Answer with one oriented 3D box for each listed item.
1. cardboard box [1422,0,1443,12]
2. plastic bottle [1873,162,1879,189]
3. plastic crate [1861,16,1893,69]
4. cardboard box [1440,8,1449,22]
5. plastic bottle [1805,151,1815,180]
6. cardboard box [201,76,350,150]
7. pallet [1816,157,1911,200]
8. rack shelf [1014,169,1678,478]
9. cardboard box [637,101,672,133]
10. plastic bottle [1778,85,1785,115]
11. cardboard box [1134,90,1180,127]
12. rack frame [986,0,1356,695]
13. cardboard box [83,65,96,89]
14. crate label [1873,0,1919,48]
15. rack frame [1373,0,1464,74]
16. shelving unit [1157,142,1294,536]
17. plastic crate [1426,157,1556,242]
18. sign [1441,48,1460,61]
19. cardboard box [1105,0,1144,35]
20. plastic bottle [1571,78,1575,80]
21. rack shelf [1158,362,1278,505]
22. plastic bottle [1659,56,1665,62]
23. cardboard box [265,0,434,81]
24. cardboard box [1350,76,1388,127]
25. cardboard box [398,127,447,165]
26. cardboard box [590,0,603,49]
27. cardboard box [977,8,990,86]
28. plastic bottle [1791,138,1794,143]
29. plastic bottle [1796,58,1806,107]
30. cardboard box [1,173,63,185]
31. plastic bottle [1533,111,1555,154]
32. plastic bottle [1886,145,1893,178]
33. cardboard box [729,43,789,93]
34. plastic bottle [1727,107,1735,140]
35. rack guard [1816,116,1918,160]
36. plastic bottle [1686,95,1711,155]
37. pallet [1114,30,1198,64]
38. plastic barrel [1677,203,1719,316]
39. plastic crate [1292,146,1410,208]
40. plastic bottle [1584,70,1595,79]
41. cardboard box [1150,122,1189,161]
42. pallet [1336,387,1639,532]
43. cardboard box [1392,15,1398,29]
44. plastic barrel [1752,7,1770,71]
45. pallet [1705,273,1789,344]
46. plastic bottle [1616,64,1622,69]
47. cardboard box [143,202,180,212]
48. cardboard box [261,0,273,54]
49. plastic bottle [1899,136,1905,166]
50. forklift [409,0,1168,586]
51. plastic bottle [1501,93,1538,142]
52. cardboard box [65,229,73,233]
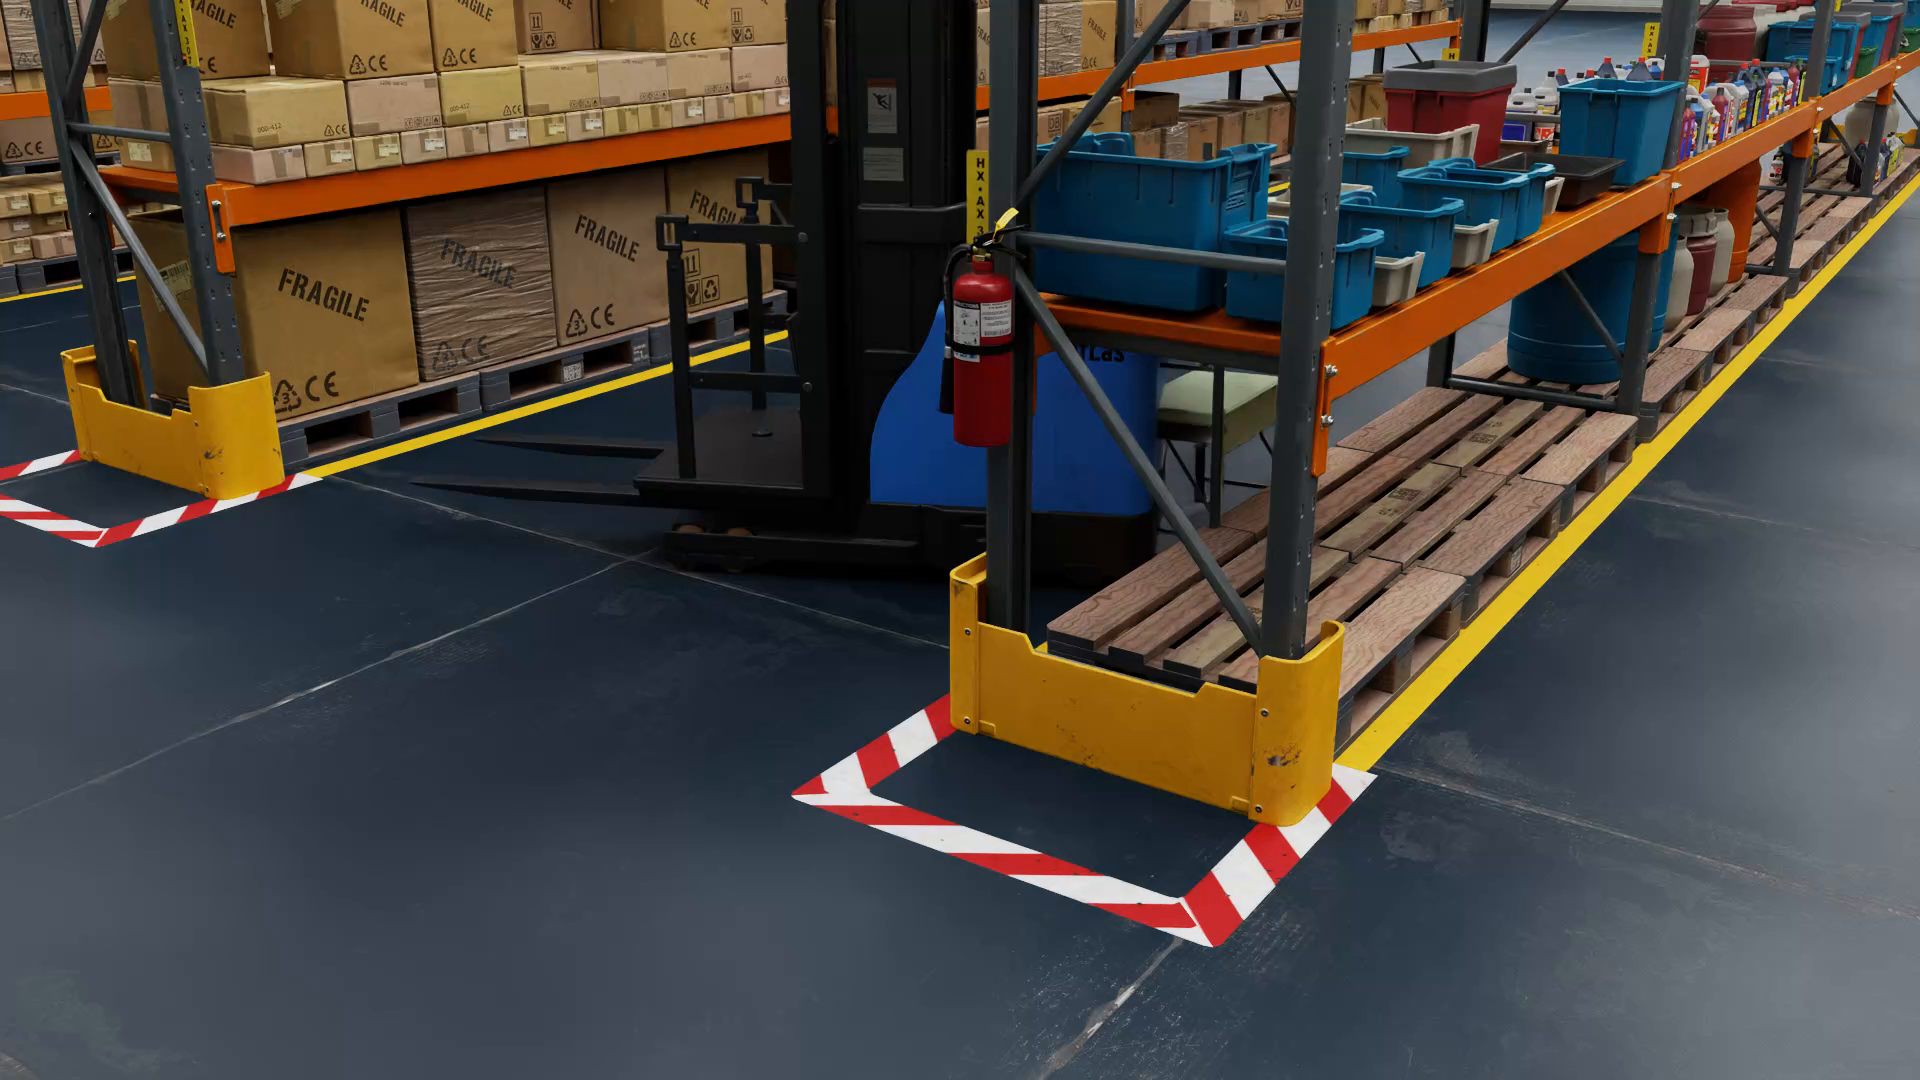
[{"bbox_3d":[4.910,-6.198,18.625,0.875,0.500,0.500,13,24,32],"label":"cardboard box"},{"bbox_3d":[7.813,-3.150,14.256,0.097,0.271,0.097,0,20,0],"label":"plastic bottle"},{"bbox_3d":[6.909,-3.833,12.826,0.392,0.384,0.575,13,24,32],"label":"plastic crate"},{"bbox_3d":[5.434,-6.091,19.271,0.380,0.149,0.250,13,24,32],"label":"cardboard box"},{"bbox_3d":[7.515,-3.394,14.802,0.144,0.351,0.185,13,24,32],"label":"plastic bottle"},{"bbox_3d":[-3.077,-1.895,7.351,0.500,0.250,0.500,13,24,30],"label":"cardboard box"},{"bbox_3d":[8.369,-3.446,15.776,1.003,0.211,1.213,13,24,32],"label":"pallet"},{"bbox_3d":[1.650,-1.011,6.211,1.077,0.370,4.000,13,24,32],"label":"rack shelf"},{"bbox_3d":[-1.800,-2.323,9.085,0.380,0.149,0.250,14,24,33],"label":"cardboard box"},{"bbox_3d":[4.775,-2.598,9.751,0.097,0.201,0.097,0,20,0],"label":"plastic bottle"},{"bbox_3d":[1.568,-3.774,14.531,0.500,0.250,0.500,17,26,38],"label":"cardboard box"},{"bbox_3d":[0.526,-0.774,4.535,1.000,3.000,0.127,13,24,32],"label":"rack frame"},{"bbox_3d":[-6.153,-3.176,11.390,0.380,0.149,0.250,14,24,33],"label":"cardboard box"},{"bbox_3d":[8.709,-4.801,15.369,0.502,0.435,0.616,13,24,32],"label":"crate label"},{"bbox_3d":[5.424,-6.331,19.557,1.000,3.000,0.127,13,24,32],"label":"rack frame"},{"bbox_3d":[0.978,-0.746,6.486,0.431,1.500,0.755,9,21,29],"label":"shelving unit"},{"bbox_3d":[1.846,-1.195,5.826,0.416,0.233,0.300,13,24,32],"label":"plastic crate"},{"bbox_3d":[2.321,-2.160,7.881,0.100,0.325,0.005,13,24,32],"label":"sign"},{"bbox_3d":[1.197,-4.442,13.701,0.500,0.500,0.500,10,23,25],"label":"cardboard box"},{"bbox_3d":[3.293,-2.328,8.914,0.152,0.276,0.135,13,24,32],"label":"plastic bottle"},{"bbox_3d":[0.985,-0.437,6.588,0.431,0.370,0.720,9,21,29],"label":"rack shelf"},{"bbox_3d":[4.425,-2.920,10.522,0.097,0.271,0.097,0,20,0],"label":"plastic bottle"},{"bbox_3d":[-2.796,-2.390,7.608,0.500,0.500,0.500,13,24,31],"label":"cardboard box"},{"bbox_3d":[4.751,-5.002,18.961,0.500,0.500,0.500,-17,26,-38],"label":"cardboard box"},{"bbox_3d":[-2.665,-1.883,7.893,0.380,0.149,0.250,13,24,31],"label":"cardboard box"},{"bbox_3d":[-2.086,-3.082,9.479,0.500,0.500,0.500,13,24,32],"label":"cardboard box"},{"bbox_3d":[-0.007,-3.455,11.639,0.500,0.500,0.500,14,24,33],"label":"cardboard box"},{"bbox_3d":[7.503,-3.477,15.027,0.144,0.351,0.185,12,23,29],"label":"plastic bottle"},{"bbox_3d":[5.149,-2.816,10.222,0.061,0.283,0.133,13,24,32],"label":"plastic bottle"},{"bbox_3d":[-6.632,-2.521,11.904,0.380,0.149,0.250,13,24,32],"label":"cardboard box"},{"bbox_3d":[2.842,-1.986,8.097,0.097,0.201,0.097,0,20,0],"label":"plastic bottle"},{"bbox_3d":[8.302,-3.394,14.898,0.061,0.283,0.133,15,25,34],"label":"plastic bottle"},{"bbox_3d":[-1.353,-2.779,9.742,0.500,0.250,0.500,13,24,31],"label":"cardboard box"},{"bbox_3d":[3.958,-2.181,8.624,0.097,0.201,0.097,0,20,0],"label":"plastic bottle"},{"bbox_3d":[9.516,-4.162,17.296,1.175,0.500,0.348,13,24,32],"label":"rack guard"},{"bbox_3d":[3.556,-2.027,8.101,0.152,0.276,0.135,13,24,32],"label":"plastic bottle"},{"bbox_3d":[1.239,-4.171,13.994,1.213,0.211,1.003,13,24,32],"label":"pallet"},{"bbox_3d":[4.127,-1.668,9.821,0.600,0.588,0.708,13,24,32],"label":"plastic barrel"},{"bbox_3d":[1.468,-1.363,6.282,0.416,0.233,0.300,13,24,32],"label":"plastic crate"},{"bbox_3d":[3.244,-2.251,8.599,0.144,0.351,0.185,13,24,32],"label":"plastic bottle"},{"bbox_3d":[1.588,-3.427,14.676,0.700,0.500,0.500,11,23,27],"label":"cardboard box"},{"bbox_3d":[2.393,-0.396,7.530,1.003,0.211,1.213,13,24,32],"label":"pallet"},{"bbox_3d":[4.480,-5.582,17.894,0.380,0.149,0.250,13,24,32],"label":"cardboard box"},{"bbox_3d":[5.425,-3.459,11.631,0.421,0.512,0.421,0,20,0],"label":"plastic barrel"},{"bbox_3d":[4.614,-1.528,10.591,1.003,0.211,1.213,13,24,32],"label":"pallet"},{"bbox_3d":[3.825,-2.631,9.723,0.061,0.283,0.133,13,24,32],"label":"plastic bottle"},{"bbox_3d":[-5.908,-2.441,12.116,0.380,0.149,0.250,14,24,33],"label":"cardboard box"},{"bbox_3d":[-5.405,-3.877,12.349,0.500,0.500,0.500,13,24,32],"label":"cardboard box"},{"bbox_3d":[8.800,-3.648,15.585,0.061,0.283,0.133,14,24,33],"label":"plastic bottle"},{"bbox_3d":[-0.698,-1.429,6.402,3.031,2.935,1.130,3,21,9],"label":"forklift"},{"bbox_3d":[2.729,-2.040,8.135,0.152,0.276,0.135,13,24,32],"label":"plastic bottle"},{"bbox_3d":[-6.198,-2.131,11.706,0.380,0.149,0.250,13,24,32],"label":"cardboard box"}]
